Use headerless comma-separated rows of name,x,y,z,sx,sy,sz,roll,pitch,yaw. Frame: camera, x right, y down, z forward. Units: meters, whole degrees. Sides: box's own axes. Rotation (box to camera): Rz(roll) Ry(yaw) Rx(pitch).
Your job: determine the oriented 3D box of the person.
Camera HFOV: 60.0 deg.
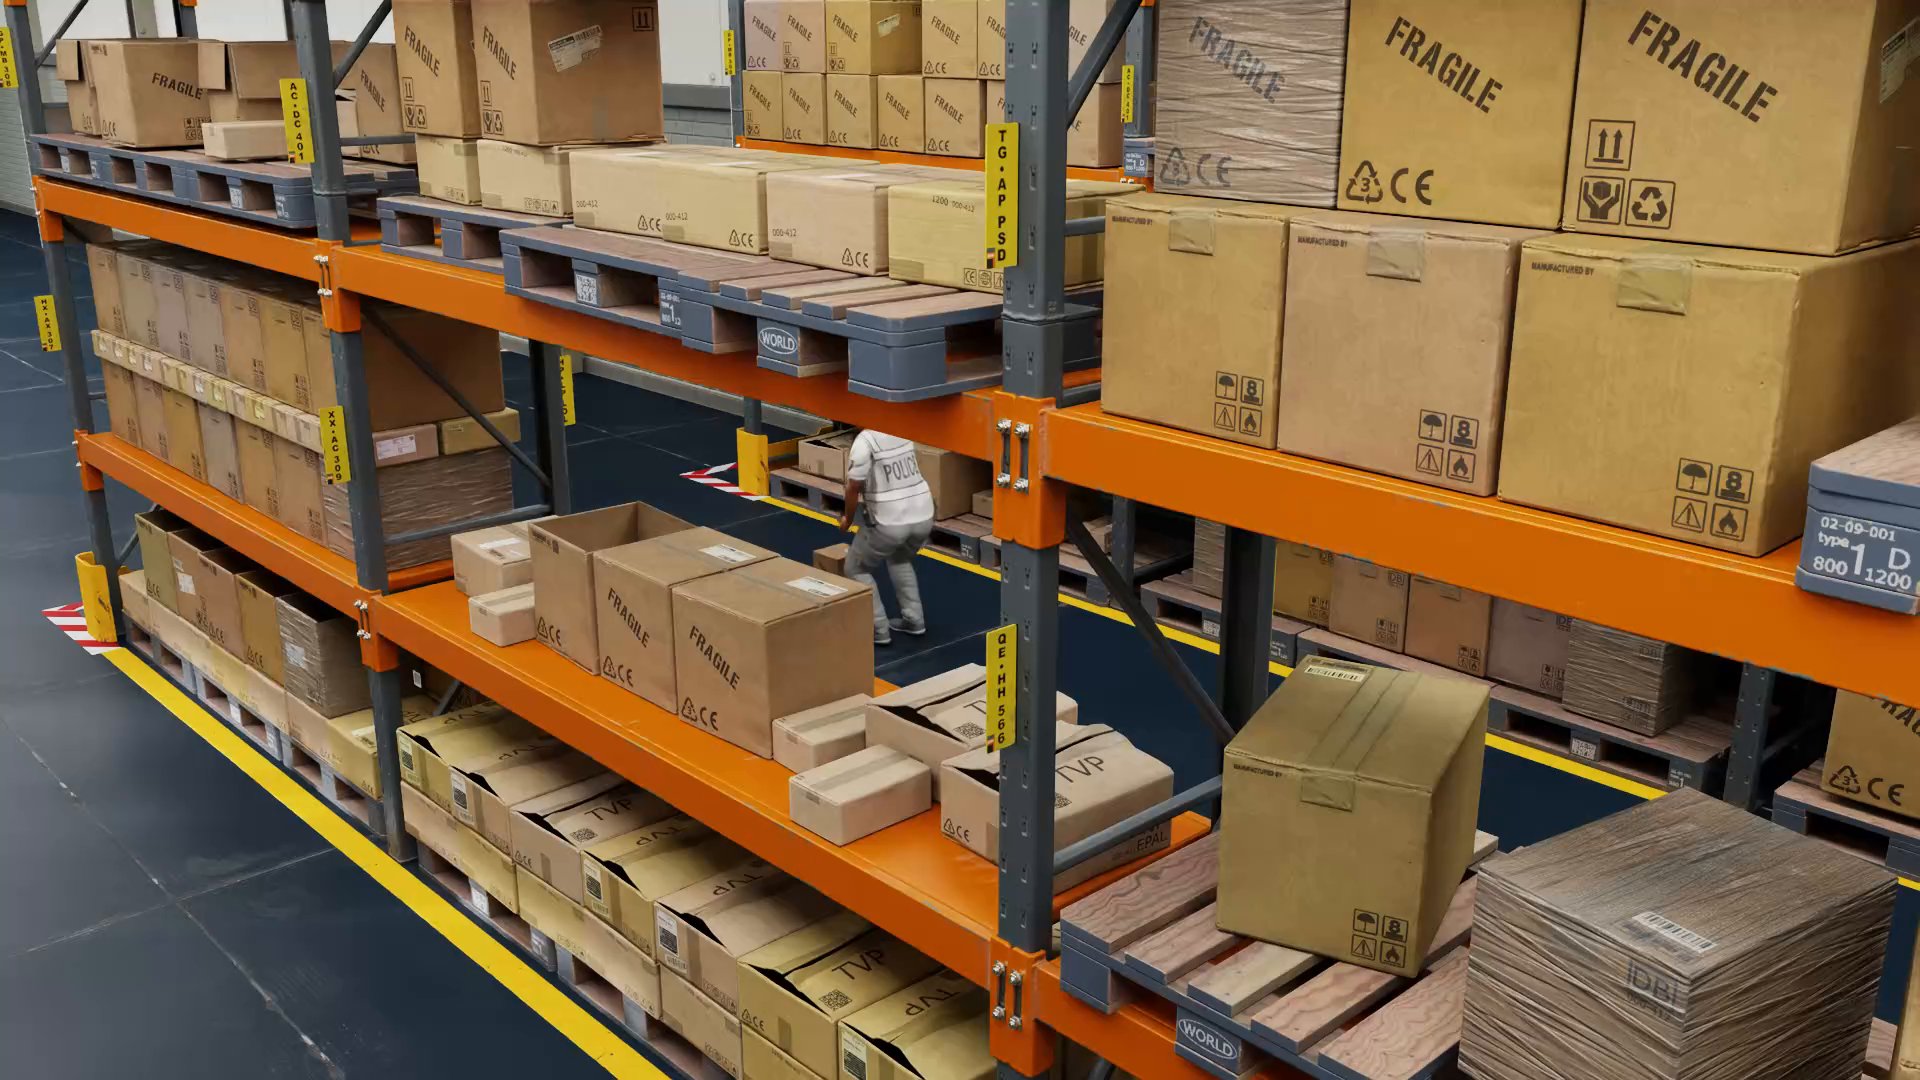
person,-0.471,-0.125,10.172,0.519,1.541,0.591,-15,23,-40
